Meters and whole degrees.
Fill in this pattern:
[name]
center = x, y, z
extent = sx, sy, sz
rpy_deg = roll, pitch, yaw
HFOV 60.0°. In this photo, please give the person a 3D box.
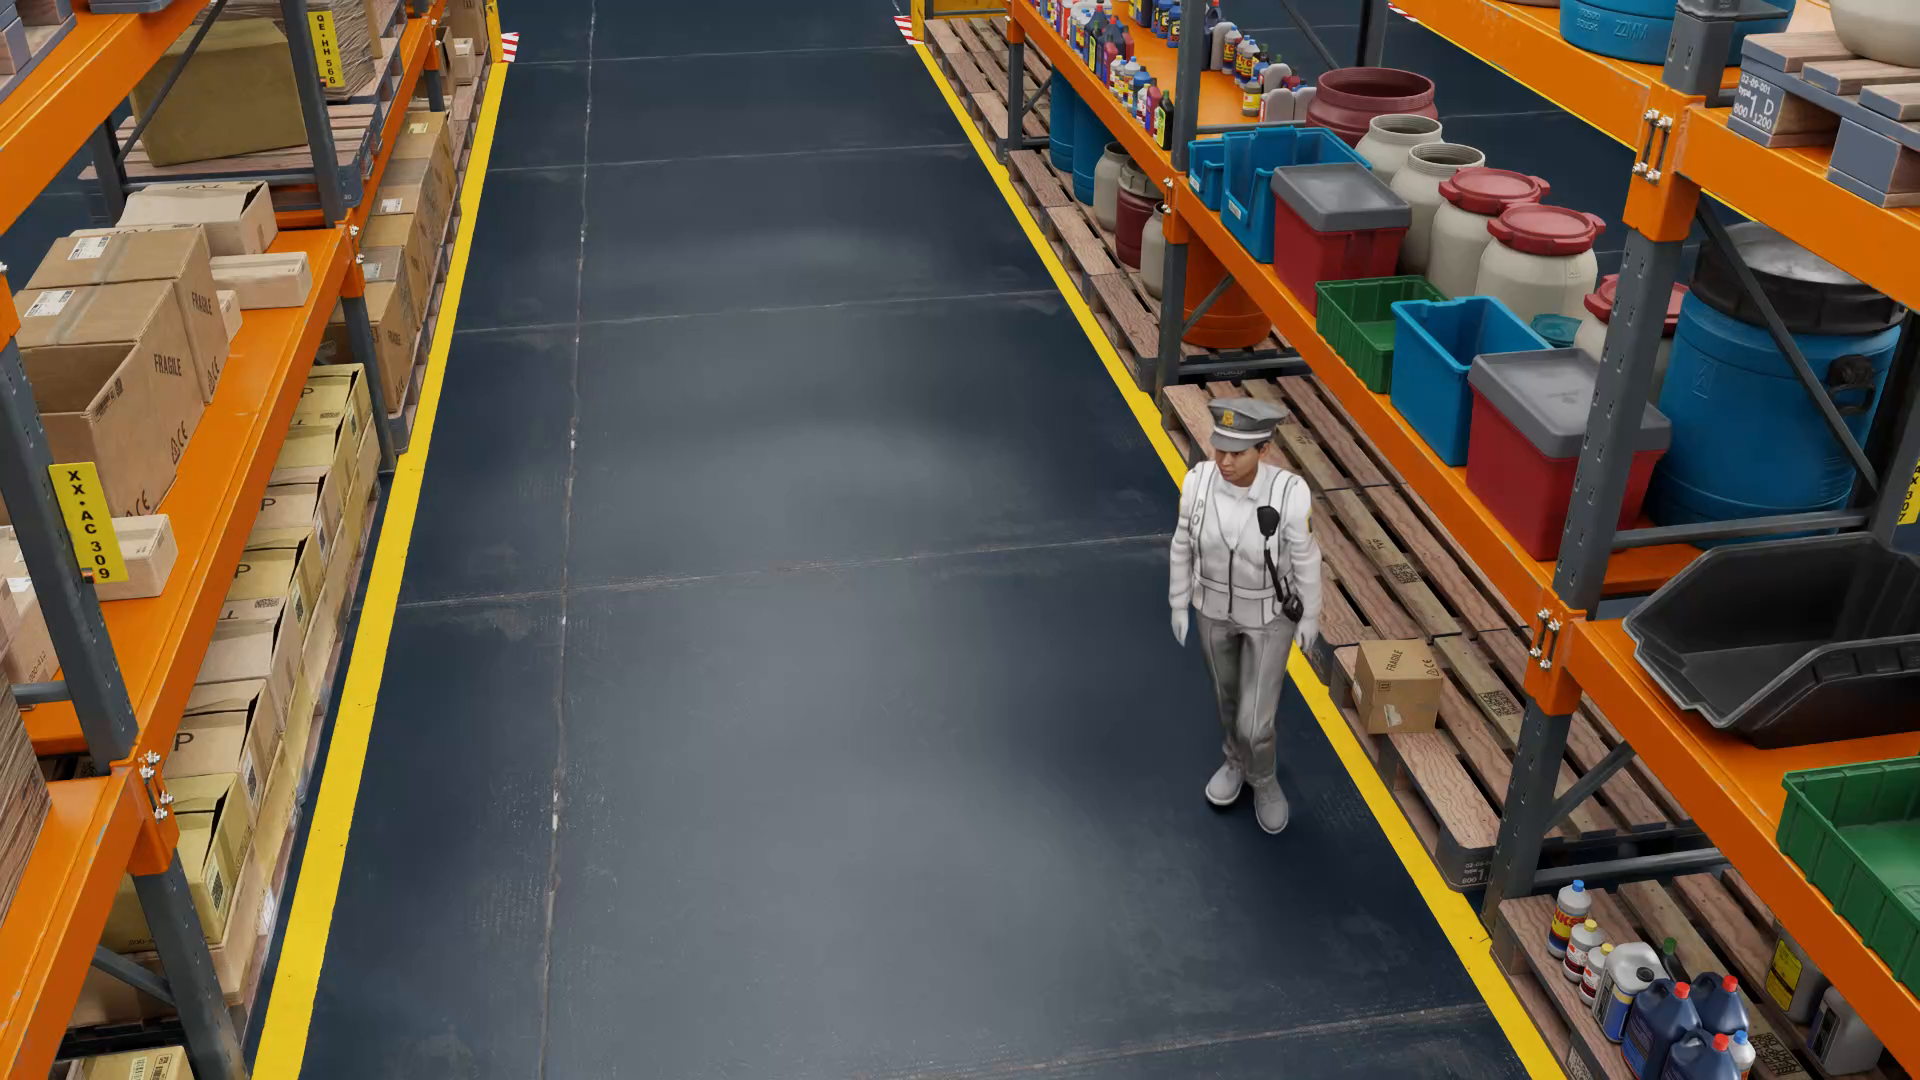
[person]
center = 0.957, 0.248, 5.672
extent = 0.525, 1.673, 0.484
rpy_deg = 17, 35, 26
